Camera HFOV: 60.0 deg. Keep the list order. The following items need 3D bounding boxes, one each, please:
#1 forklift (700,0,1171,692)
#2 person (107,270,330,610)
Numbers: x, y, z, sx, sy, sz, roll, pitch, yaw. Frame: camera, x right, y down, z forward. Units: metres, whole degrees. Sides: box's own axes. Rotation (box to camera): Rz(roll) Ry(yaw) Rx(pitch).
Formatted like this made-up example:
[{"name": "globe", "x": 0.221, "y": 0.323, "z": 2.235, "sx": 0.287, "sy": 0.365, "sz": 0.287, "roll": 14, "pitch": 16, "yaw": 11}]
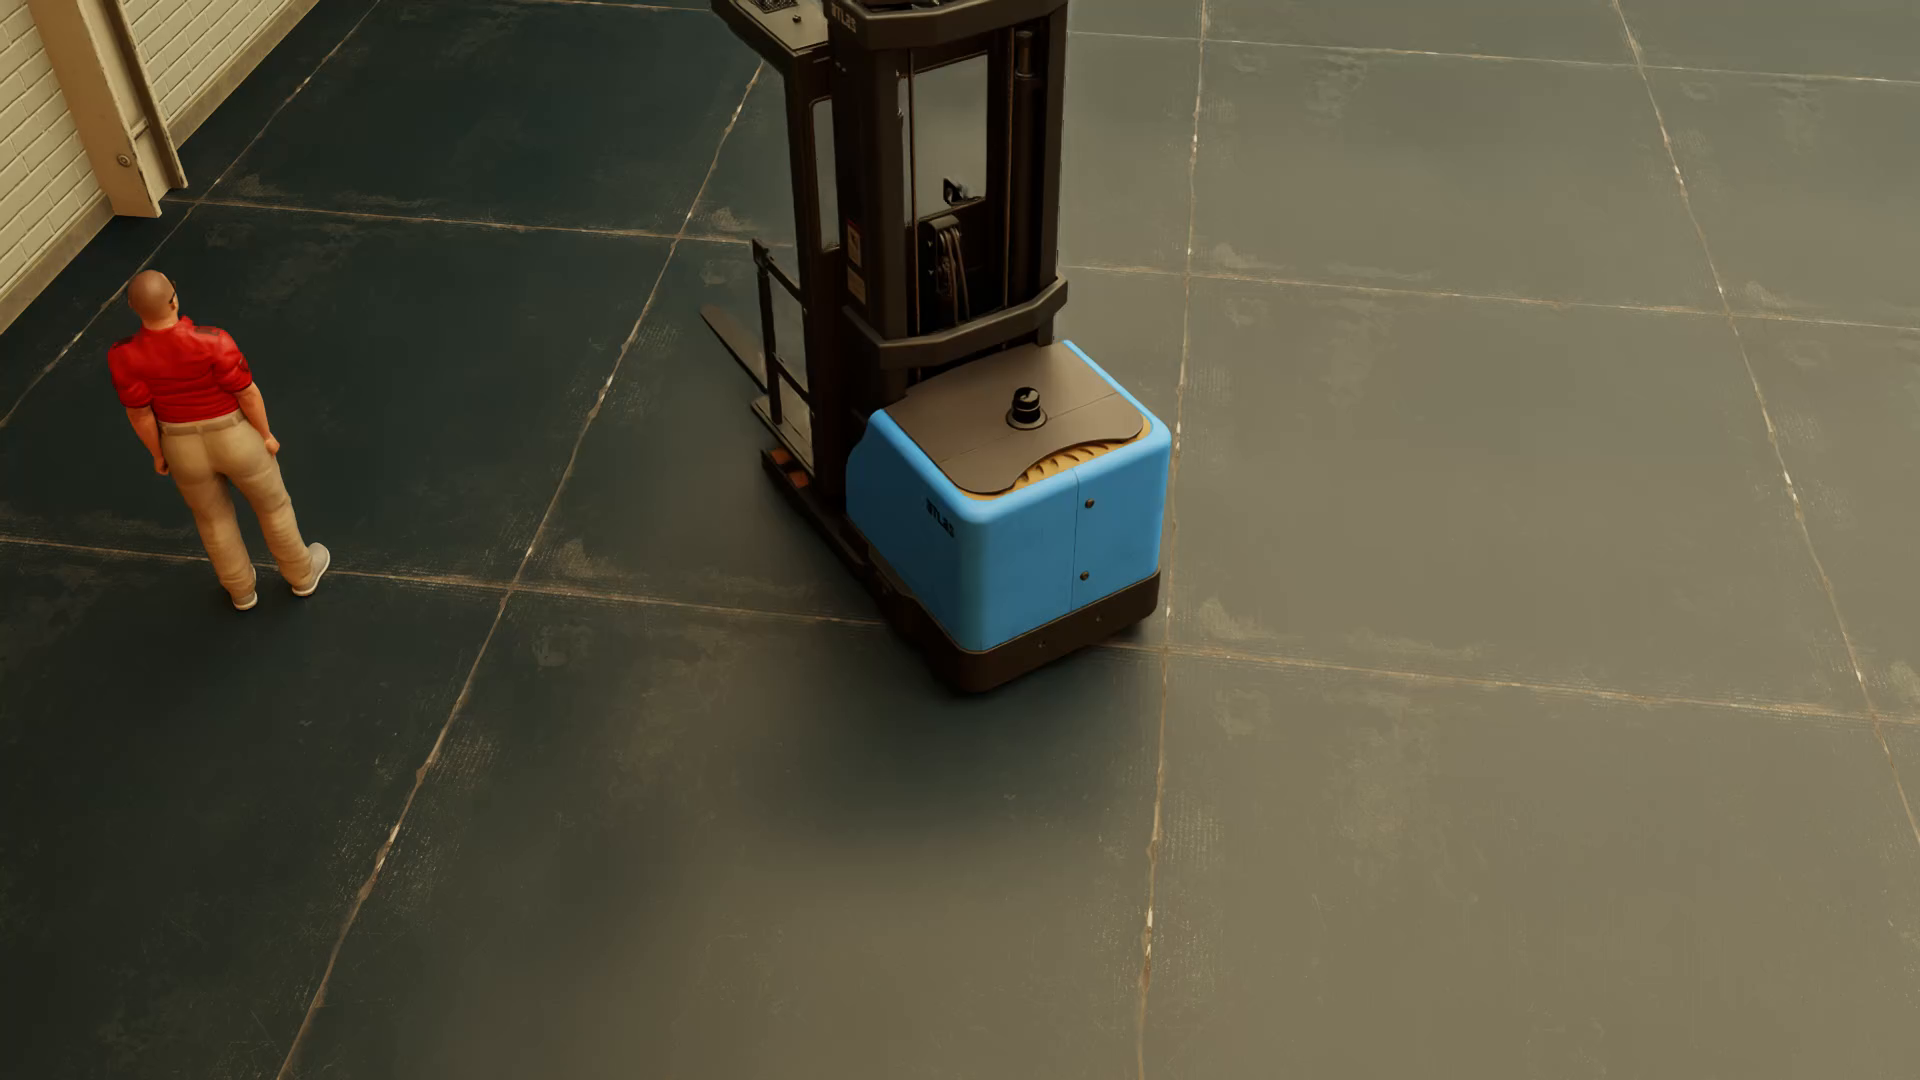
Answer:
[{"name": "forklift", "x": -0.318, "y": -1.408, "z": 7.257, "sx": 1.130, "sy": 2.935, "sz": 3.031, "roll": -23, "pitch": 47, "yaw": -23}, {"name": "person", "x": -3.174, "y": -0.424, "z": 7.078, "sx": 0.528, "sy": 1.728, "sz": 0.389, "roll": -11, "pitch": 44, "yaw": -11}]
